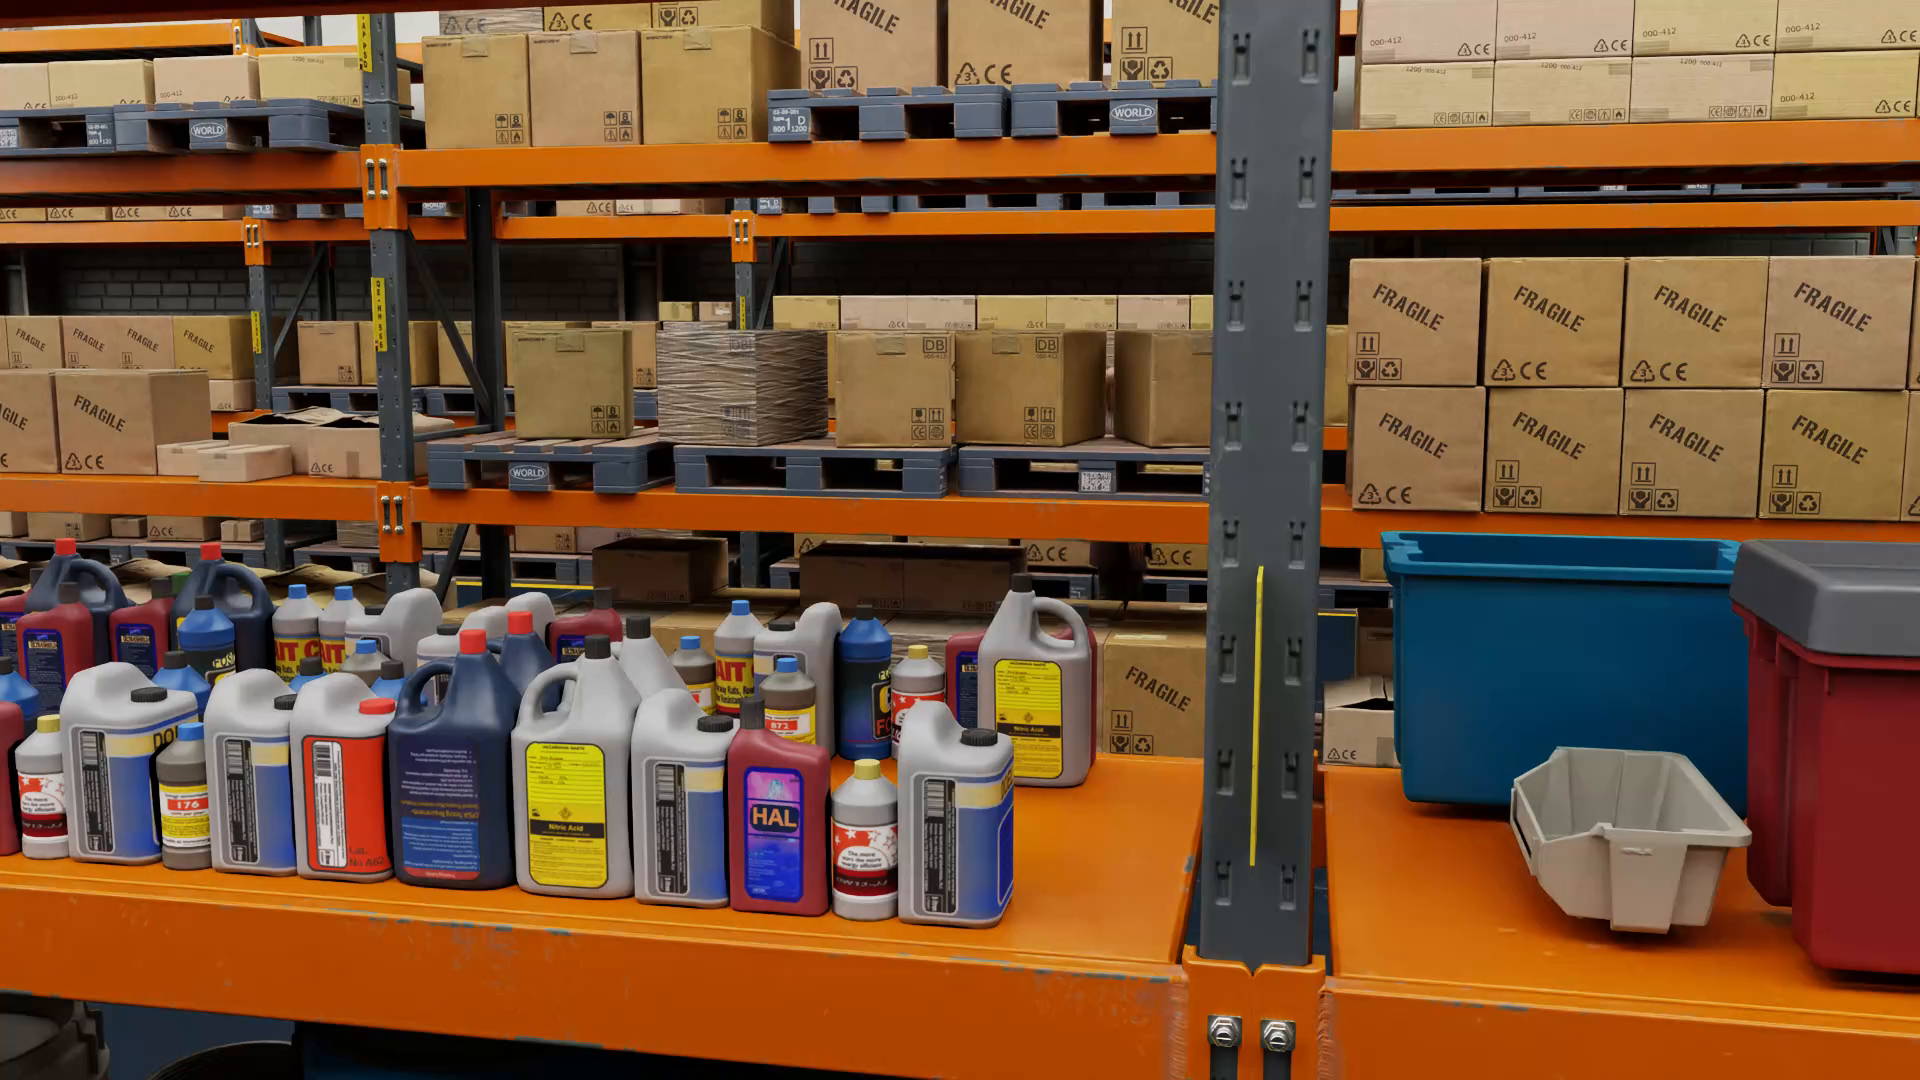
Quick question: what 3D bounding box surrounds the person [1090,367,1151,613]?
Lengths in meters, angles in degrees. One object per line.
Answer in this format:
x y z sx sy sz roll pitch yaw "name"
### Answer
0.899 -0.072 9.322 0.547 1.790 0.607 1 8 6 "person"
